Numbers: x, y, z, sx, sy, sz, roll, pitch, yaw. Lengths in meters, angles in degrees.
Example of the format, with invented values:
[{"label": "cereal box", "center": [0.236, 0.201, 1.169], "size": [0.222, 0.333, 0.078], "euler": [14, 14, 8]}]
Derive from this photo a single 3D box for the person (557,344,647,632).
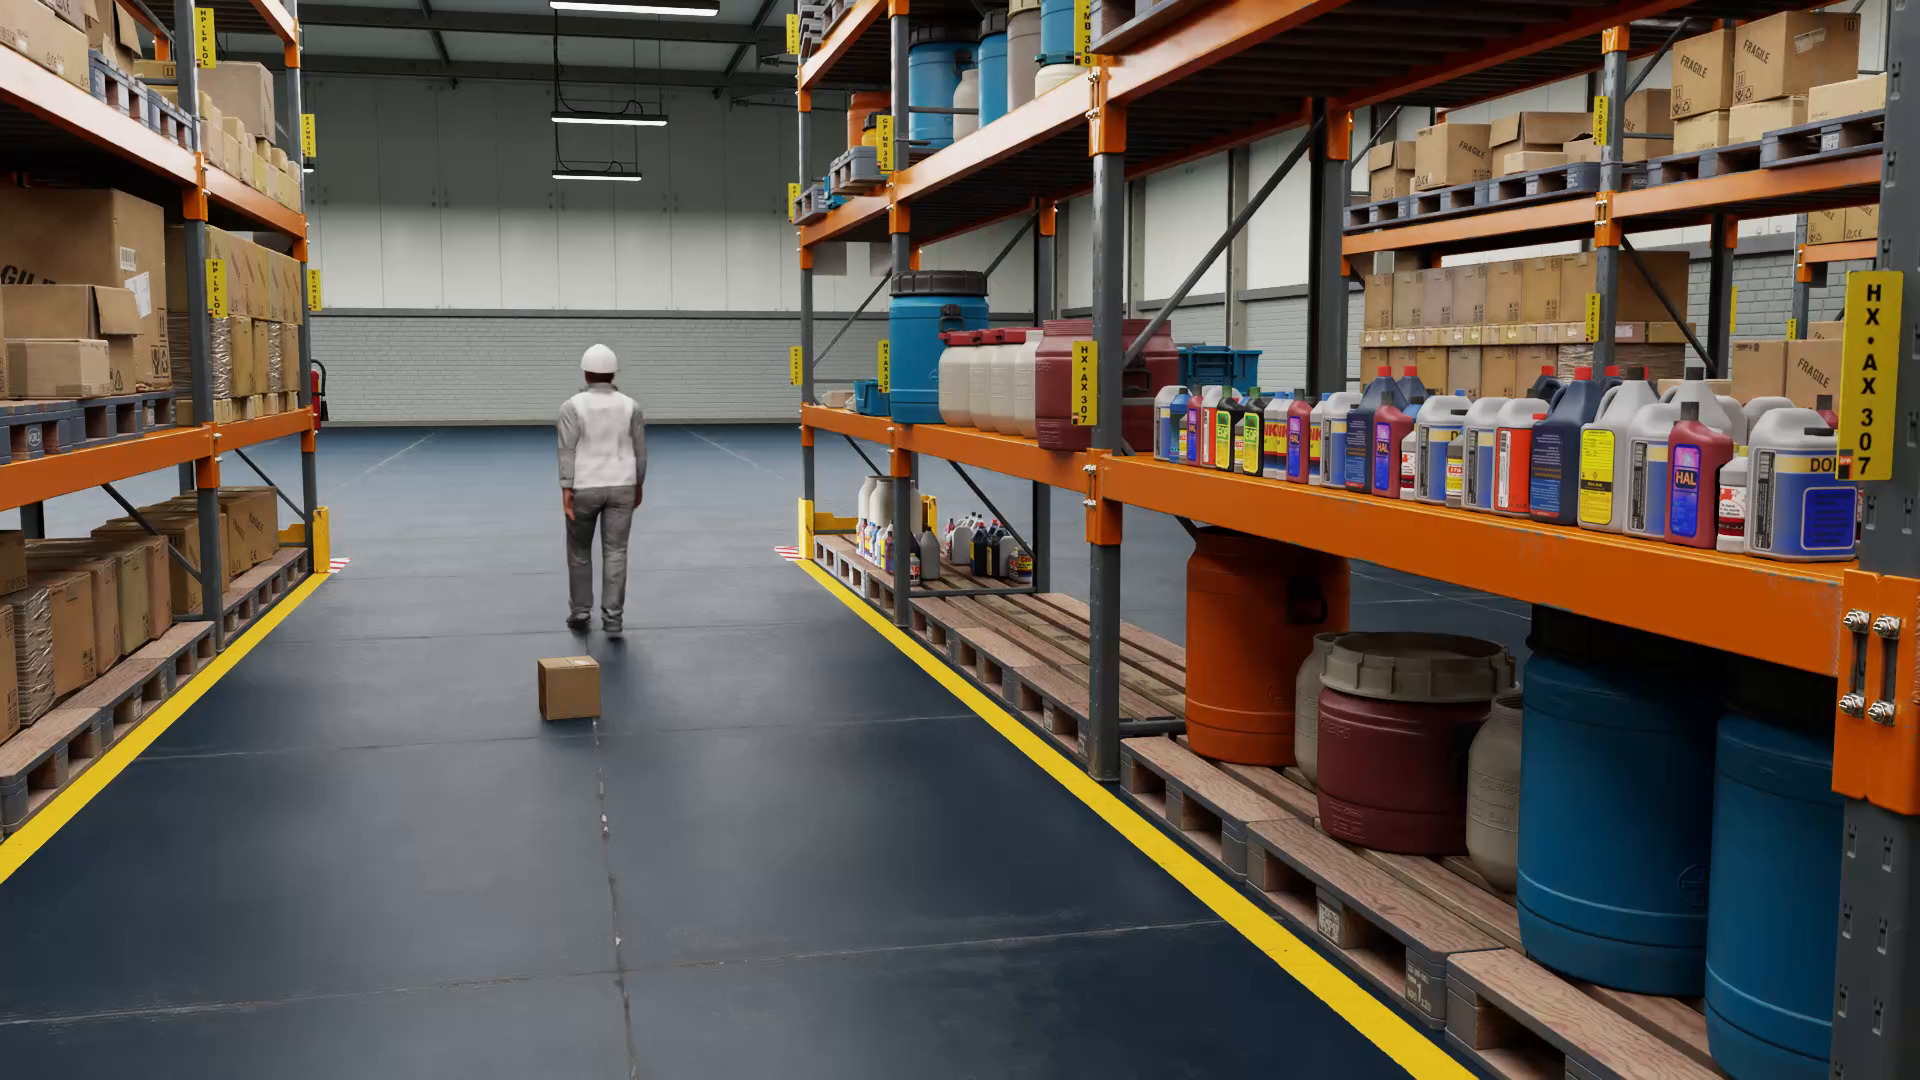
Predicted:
[{"label": "person", "center": [-2.213, -0.311, 10.270], "size": [0.560, 1.781, 0.863], "euler": [-2, 6, -19]}]
